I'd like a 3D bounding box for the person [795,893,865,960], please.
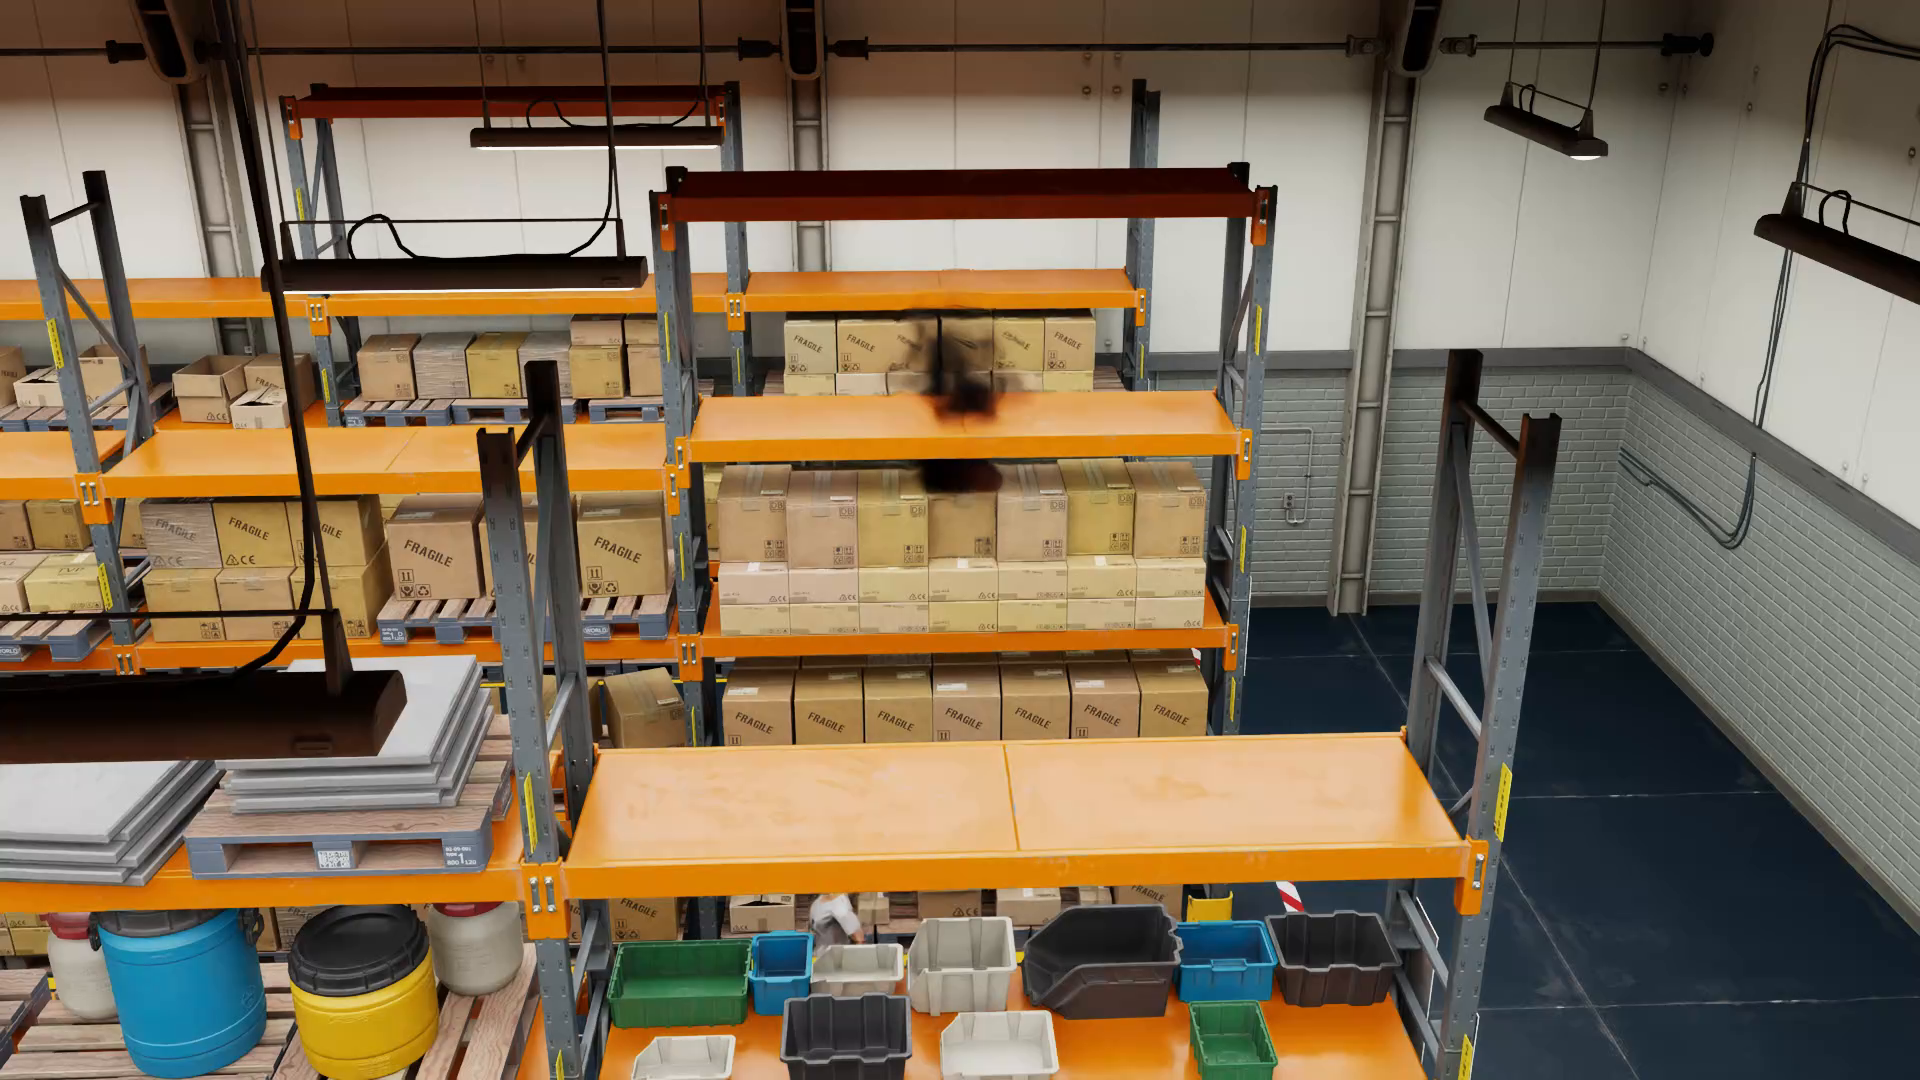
[{"bbox_3d":[-0.904,2.857,11.244,0.571,1.630,0.550,-2,22,-5],"label":"person"}]
